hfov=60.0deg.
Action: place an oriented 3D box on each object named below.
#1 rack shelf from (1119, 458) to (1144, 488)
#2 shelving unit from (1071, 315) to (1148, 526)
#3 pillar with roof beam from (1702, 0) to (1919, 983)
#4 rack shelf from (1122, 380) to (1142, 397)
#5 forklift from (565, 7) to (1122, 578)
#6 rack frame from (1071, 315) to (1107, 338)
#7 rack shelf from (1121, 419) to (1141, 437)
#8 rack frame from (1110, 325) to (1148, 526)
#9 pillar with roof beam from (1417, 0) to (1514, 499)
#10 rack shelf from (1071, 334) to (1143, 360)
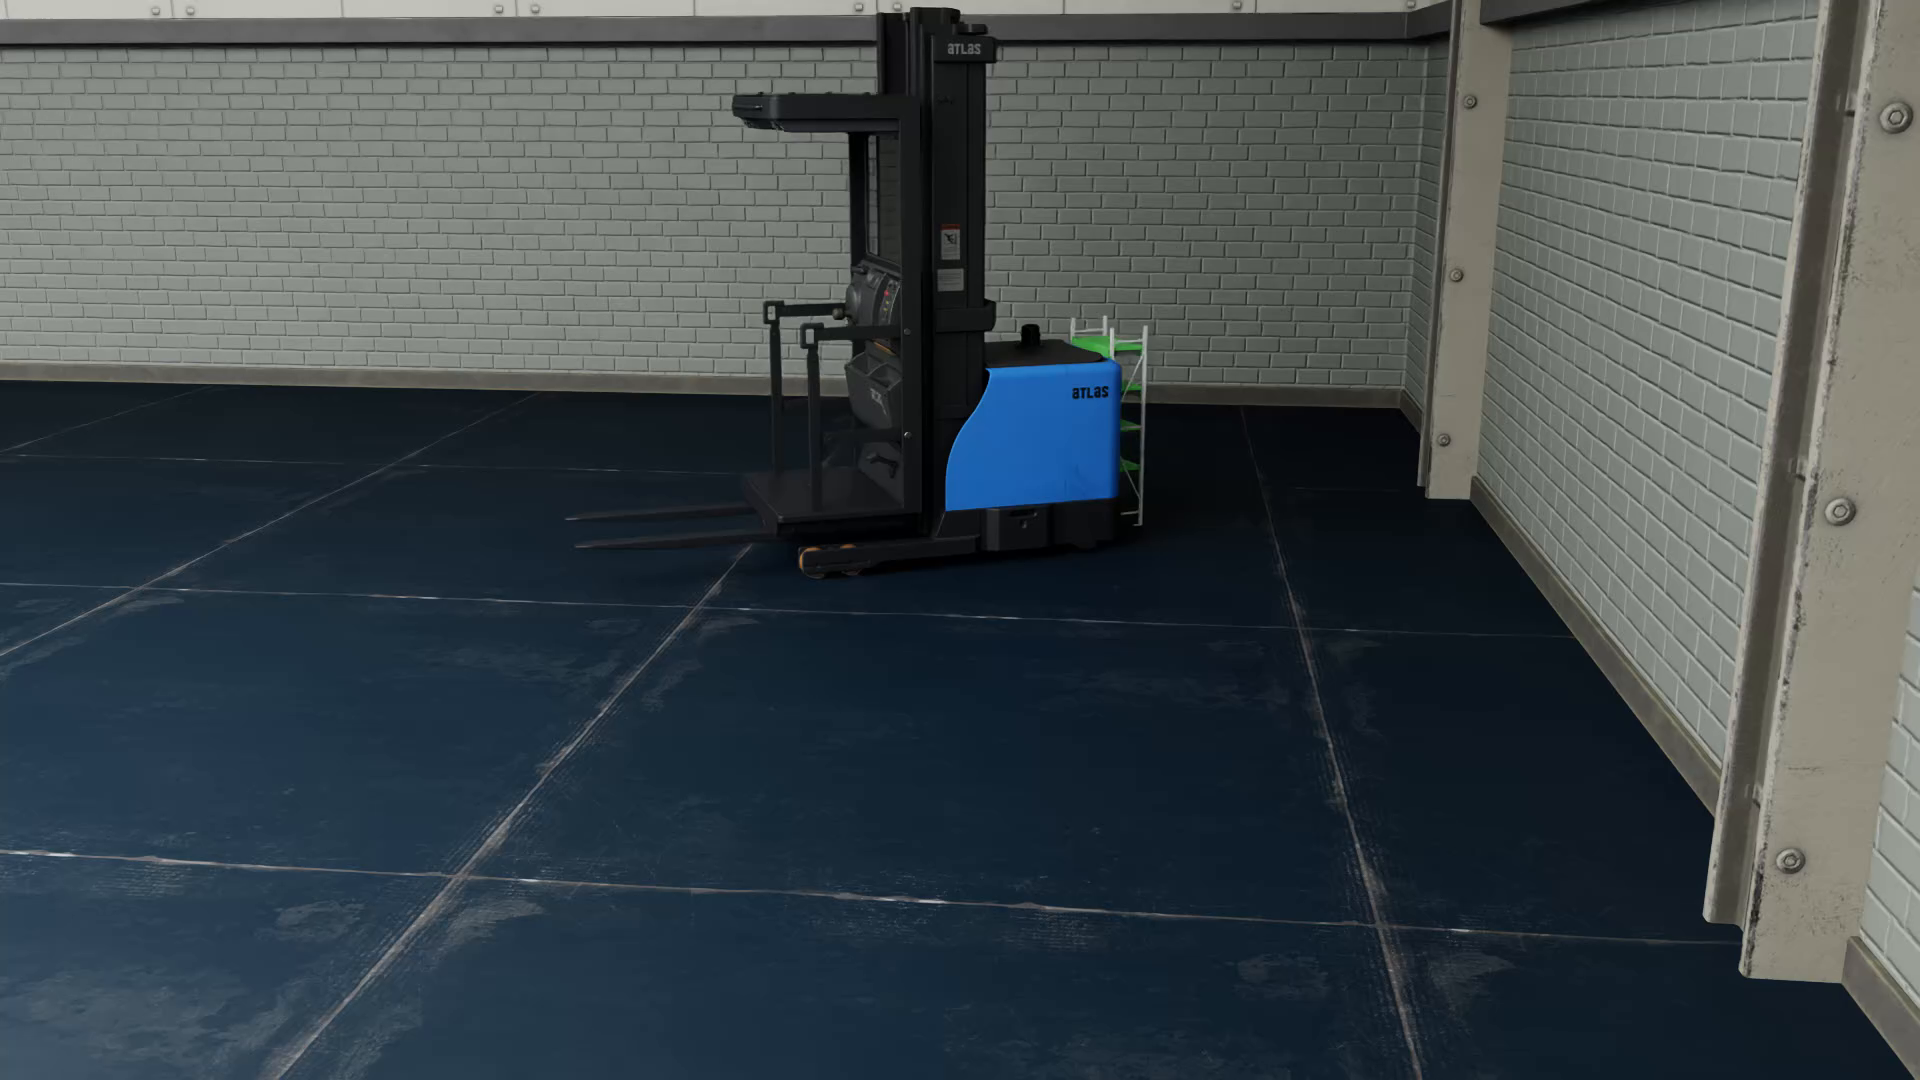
[{"bbox_3d":[0.883,-0.422,10.087,0.258,0.148,0.480,-7,16,-23],"label":"rack shelf"},{"bbox_3d":[0.882,-0.715,10.007,0.258,1.200,0.503,-7,16,-23],"label":"shelving unit"},{"bbox_3d":[-1.792,-3.229,4.364,9.100,9.000,0.400,2,15,6],"label":"pillar with roof beam"},{"bbox_3d":[0.882,-0.885,9.961,0.258,0.148,0.480,-7,16,-23],"label":"rack shelf"},{"bbox_3d":[-0.661,-1.363,9.088,3.031,2.935,1.130,-5,16,-17],"label":"forklift"},{"bbox_3d":[0.784,-0.773,10.223,0.240,1.200,0.015,-7,16,-23],"label":"rack frame"},{"bbox_3d":[0.882,-0.653,10.024,0.258,0.148,0.480,-7,16,-23],"label":"rack shelf"},{"bbox_3d":[0.981,-0.657,9.792,0.240,1.200,0.015,-7,16,-23],"label":"rack frame"},{"bbox_3d":[-1.115,-4.785,10.119,9.100,9.000,0.400,2,15,6],"label":"pillar with roof beam"},{"bbox_3d":[0.882,-1.117,9.898,0.258,0.148,0.480,-7,16,-23],"label":"rack shelf"}]
